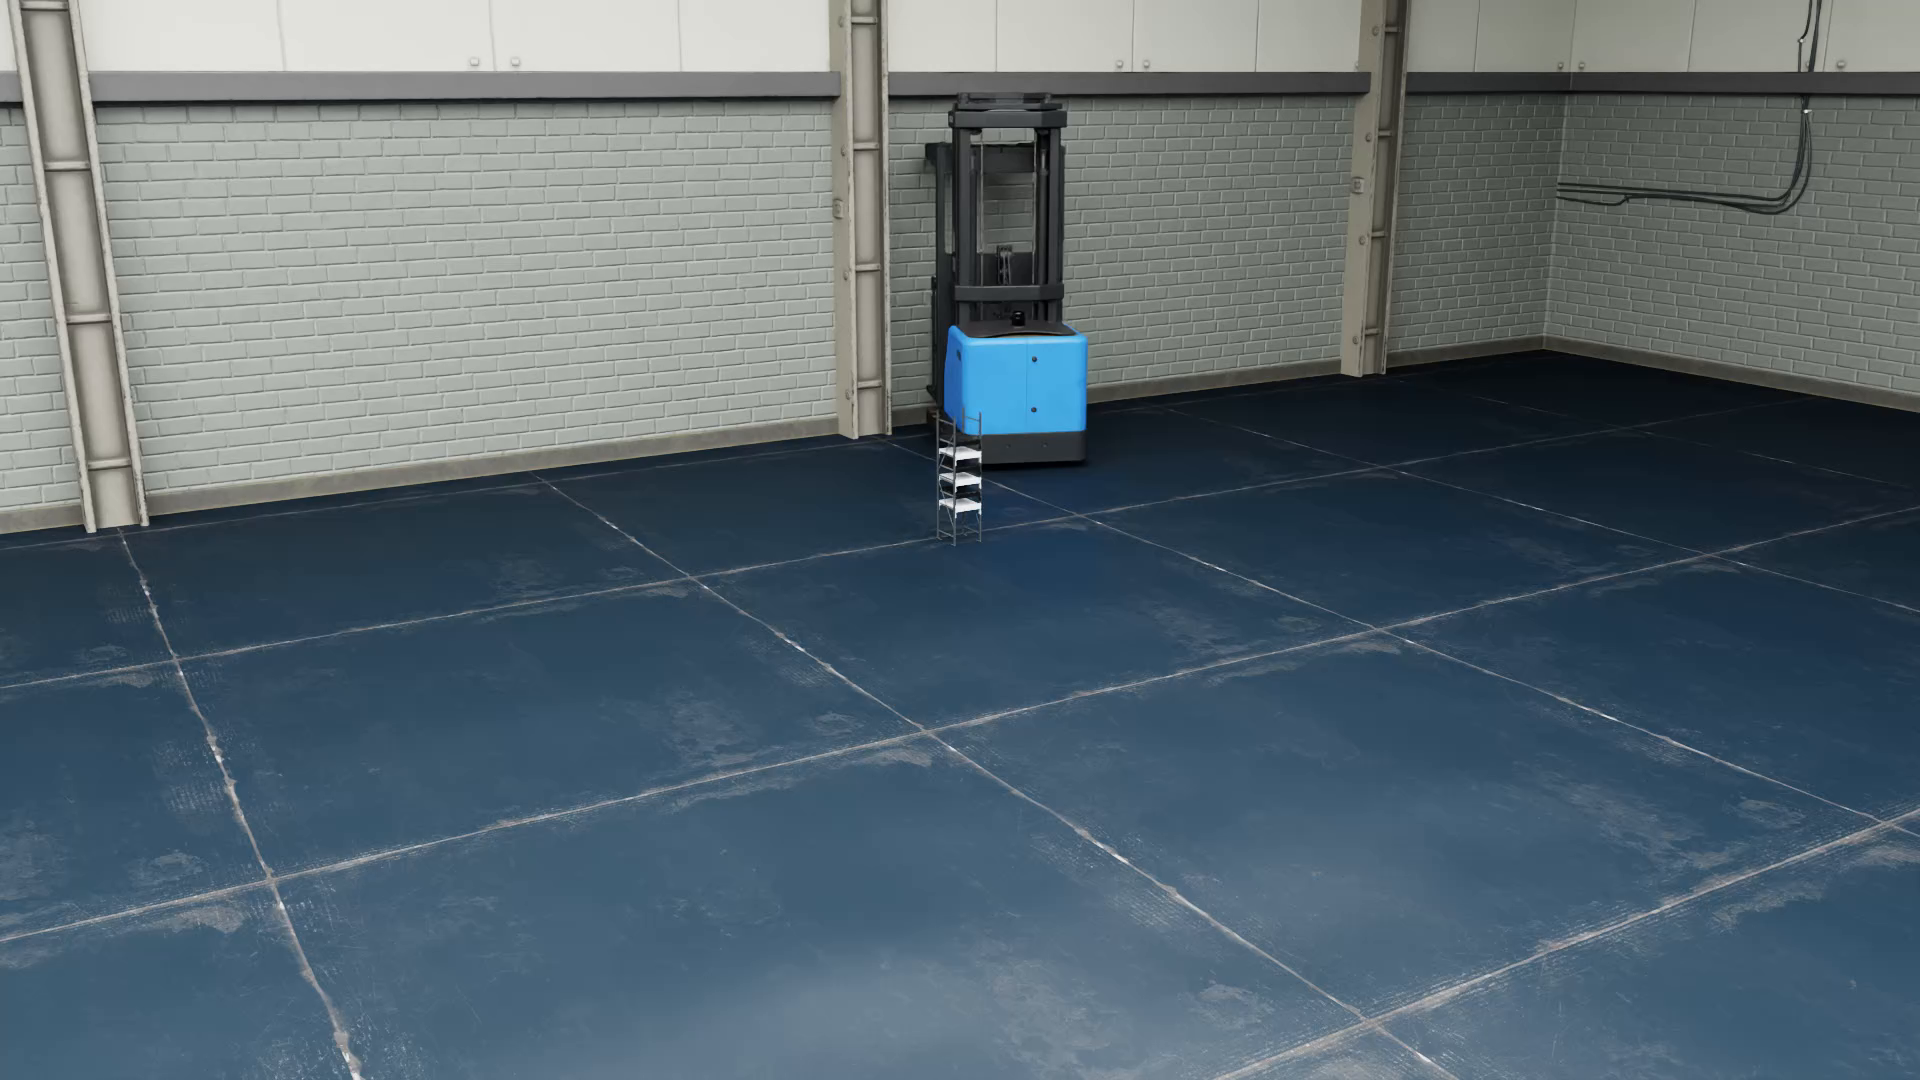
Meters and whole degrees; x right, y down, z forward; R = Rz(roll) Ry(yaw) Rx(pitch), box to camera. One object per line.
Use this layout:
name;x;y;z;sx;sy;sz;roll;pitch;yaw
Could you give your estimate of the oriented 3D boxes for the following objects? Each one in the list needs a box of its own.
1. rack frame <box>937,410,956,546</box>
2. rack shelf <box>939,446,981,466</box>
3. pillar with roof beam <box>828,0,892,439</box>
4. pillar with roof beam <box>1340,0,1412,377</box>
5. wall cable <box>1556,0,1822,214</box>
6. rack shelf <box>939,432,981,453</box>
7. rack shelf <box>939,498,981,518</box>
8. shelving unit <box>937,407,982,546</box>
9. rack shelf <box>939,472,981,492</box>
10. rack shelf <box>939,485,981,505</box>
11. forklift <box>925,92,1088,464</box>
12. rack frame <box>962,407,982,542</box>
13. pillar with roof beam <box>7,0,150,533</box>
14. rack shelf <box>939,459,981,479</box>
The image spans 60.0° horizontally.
rack frame;-0.094;-0.418;11.234;0.006;0.900;0.240;-9;18;-30
rack shelf;-0.007;-0.573;11.245;0.200;0.077;0.258;-9;18;-30
pillar with roof beam;1.370;-4.284;10.020;0.400;9.000;9.100;-9;18;-30
pillar with roof beam;6.513;-5.118;12.995;0.400;9.000;9.100;-9;18;-30
wall cable;7.502;-4.722;17.337;0.112;2.526;3.097;-9;18;-30
rack shelf;-0.007;-0.660;11.220;0.200;0.077;0.258;-9;18;-30
rack shelf;-0.007;-0.227;11.342;0.200;0.077;0.258;-9;18;-30
shelving unit;-0.007;-0.432;11.284;0.210;0.900;0.258;-9;18;-30
rack shelf;-0.007;-0.400;11.293;0.200;0.077;0.258;-9;18;-30
rack shelf;-0.007;-0.313;11.318;0.200;0.077;0.258;-9;18;-30
forklift;0.299;-2.368;14.429;1.130;2.935;3.031;-2;16;-9
rack frame;0.080;-0.446;11.335;0.006;0.900;0.240;-9;18;-30
pillar with roof beam;-3.773;-3.450;7.045;0.400;9.000;9.100;-9;18;-30
rack shelf;-0.007;-0.487;11.269;0.200;0.077;0.258;-9;18;-30
